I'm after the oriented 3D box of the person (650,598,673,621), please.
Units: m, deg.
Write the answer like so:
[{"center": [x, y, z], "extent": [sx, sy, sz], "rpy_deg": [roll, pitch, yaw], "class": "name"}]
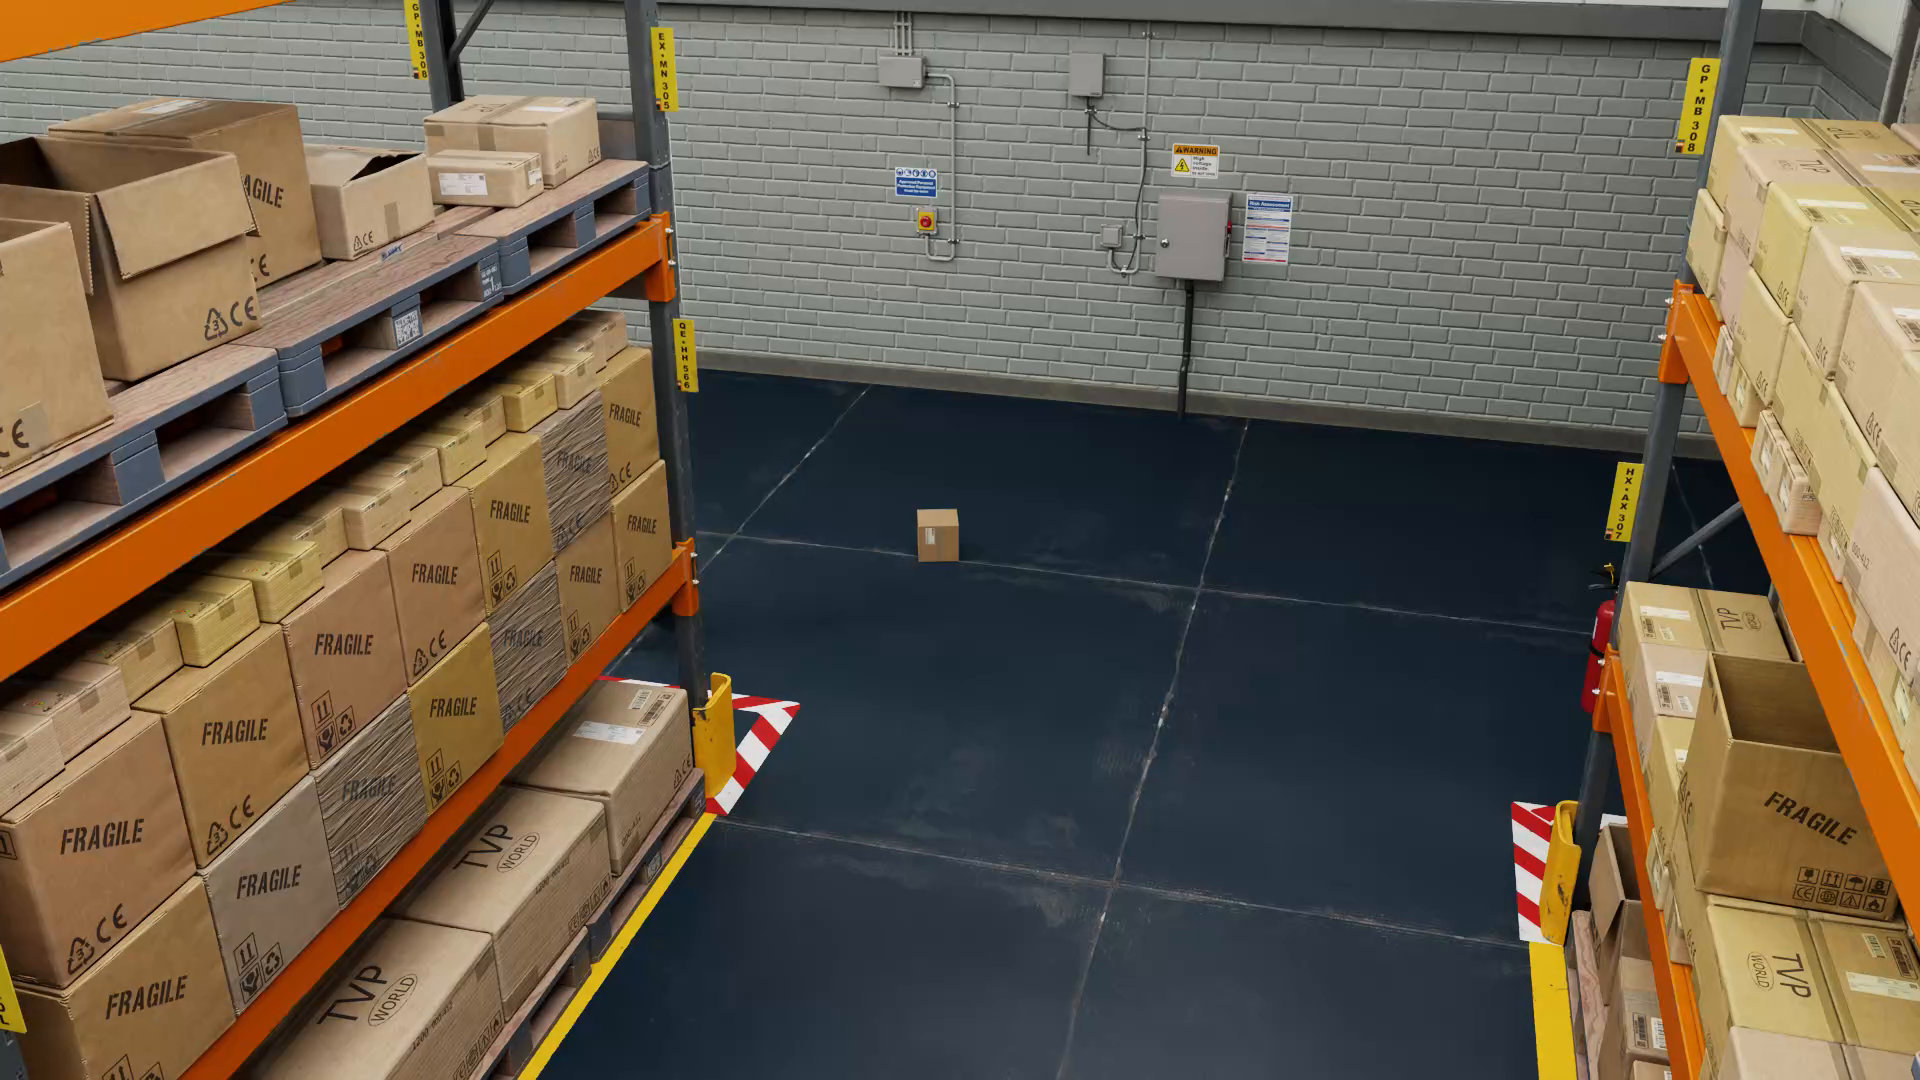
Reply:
[{"center": [-2.042, -0.202, 9.072], "extent": [1.044, 1.676, 0.540], "rpy_deg": [-6, 26, -12], "class": "person"}]
